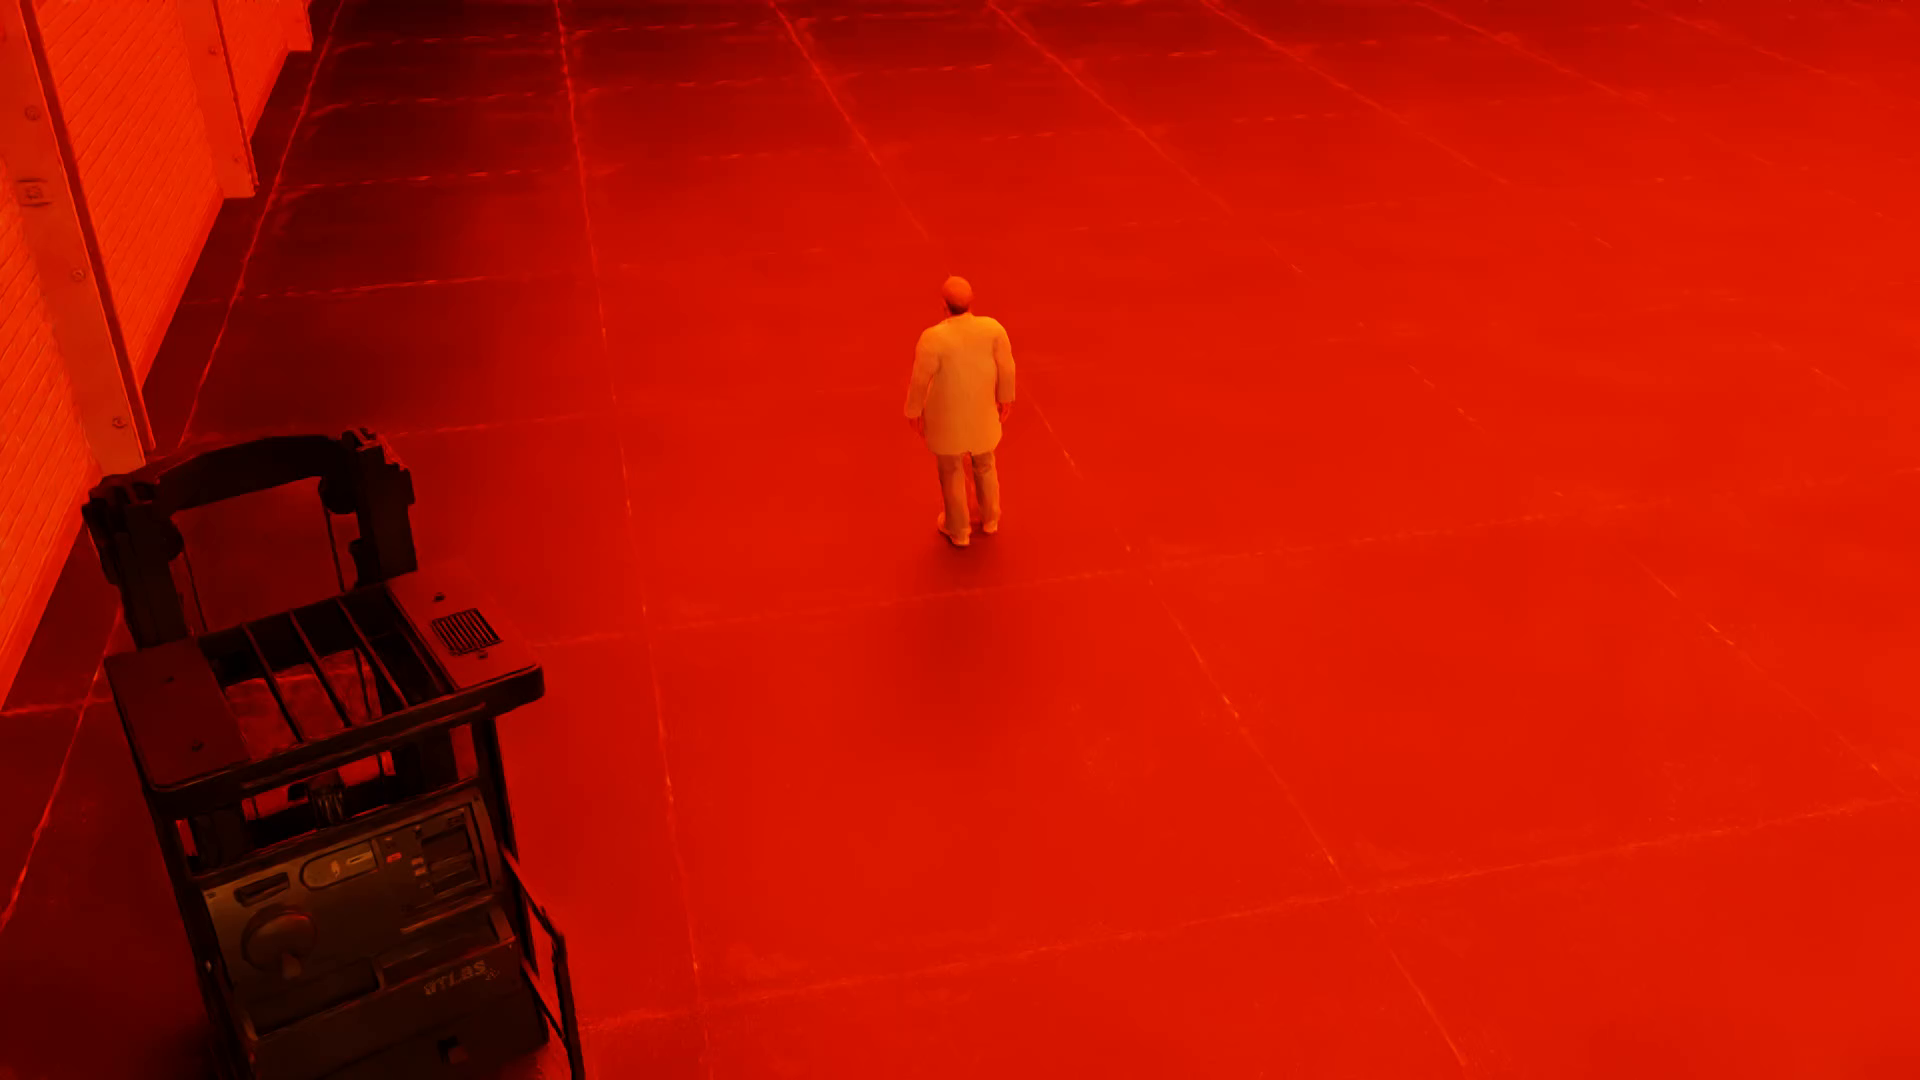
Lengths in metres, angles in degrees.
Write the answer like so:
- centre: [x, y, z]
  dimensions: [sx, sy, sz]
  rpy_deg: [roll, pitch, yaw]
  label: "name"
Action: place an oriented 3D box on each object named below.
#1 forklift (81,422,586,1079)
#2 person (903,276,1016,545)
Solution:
- centre: [-1.922, 1.215, 5.476]
  dimensions: [1.130, 2.935, 3.031]
  rpy_deg: [-18, 35, -29]
  label: "forklift"
- centre: [-0.017, -0.821, 10.128]
  dimensions: [0.694, 1.776, 0.579]
  rpy_deg: [-7, 31, -12]
  label: "person"
